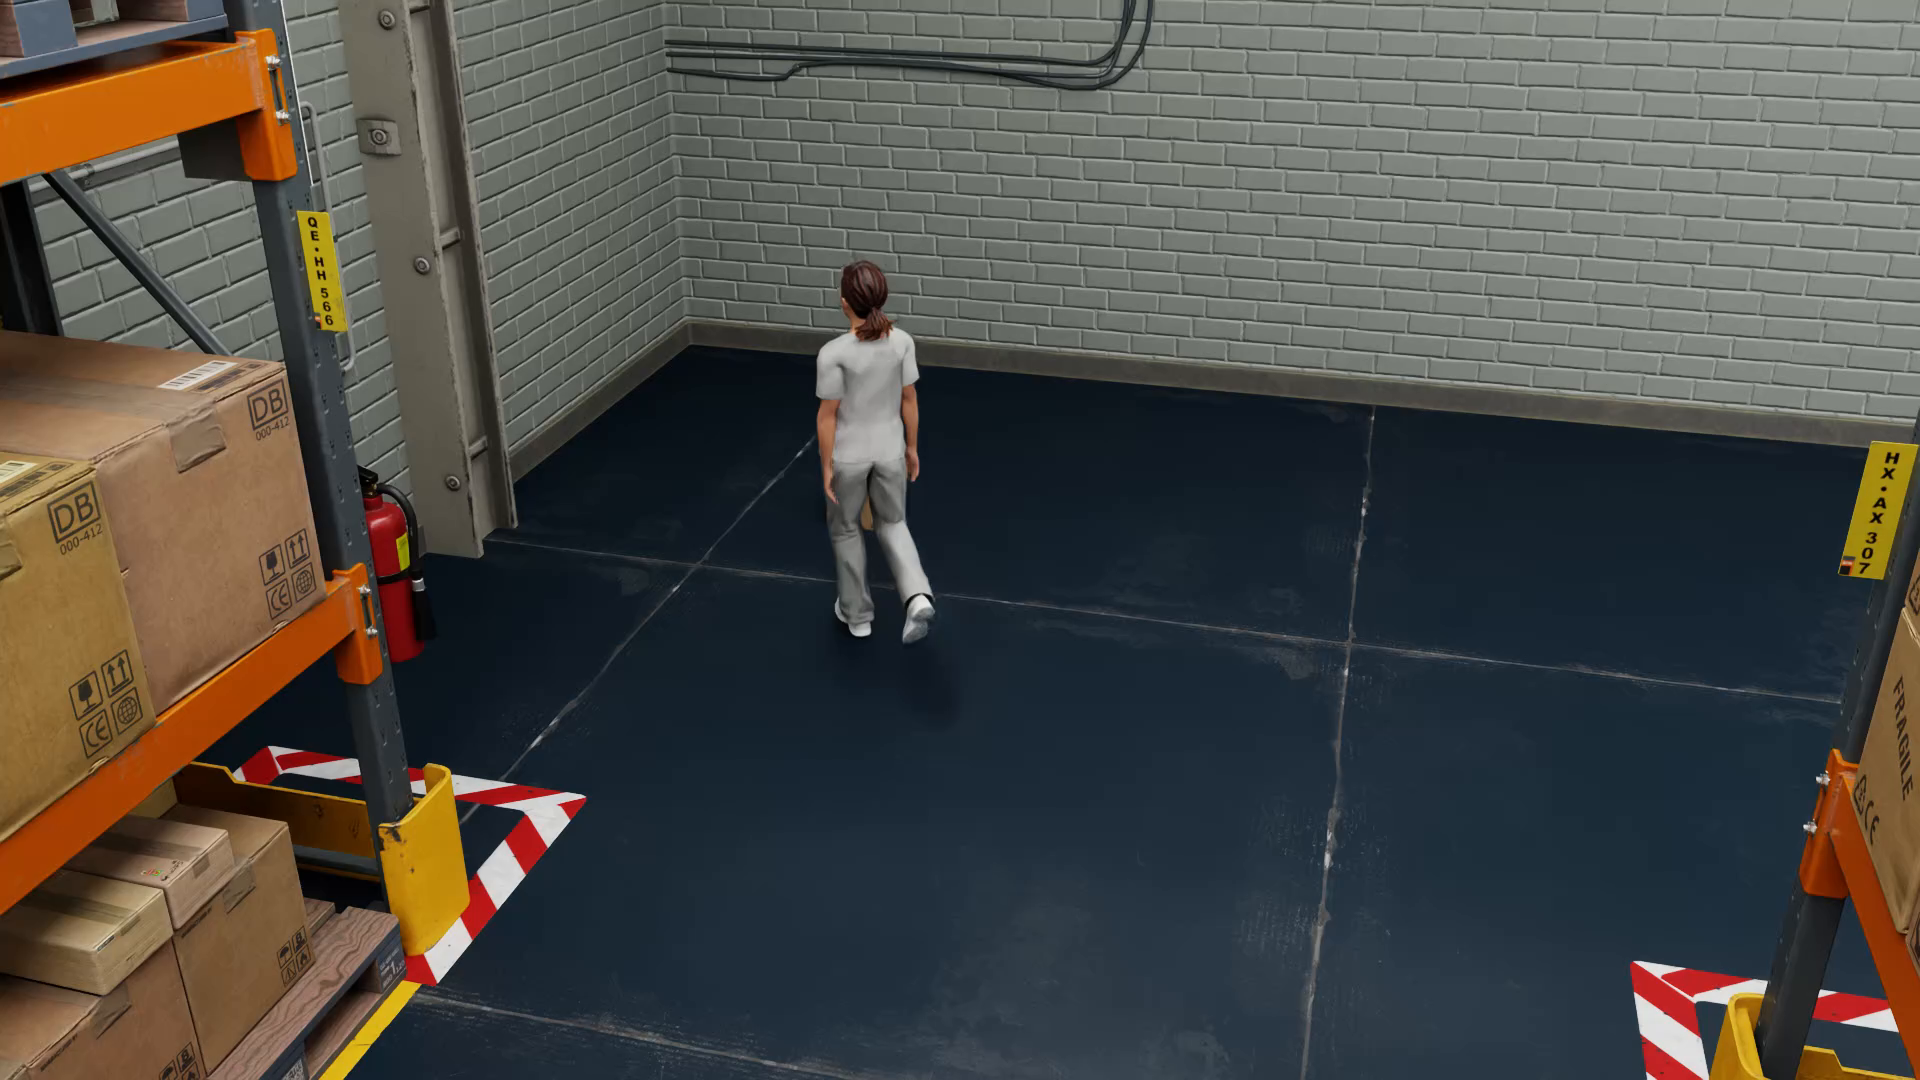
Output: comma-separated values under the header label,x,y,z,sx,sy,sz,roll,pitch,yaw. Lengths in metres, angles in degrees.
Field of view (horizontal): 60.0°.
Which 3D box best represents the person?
label,x,y,z,sx,sy,sz,roll,pitch,yaw
person,-0.359,-0.315,6.749,0.456,1.650,0.708,-11,28,-23
